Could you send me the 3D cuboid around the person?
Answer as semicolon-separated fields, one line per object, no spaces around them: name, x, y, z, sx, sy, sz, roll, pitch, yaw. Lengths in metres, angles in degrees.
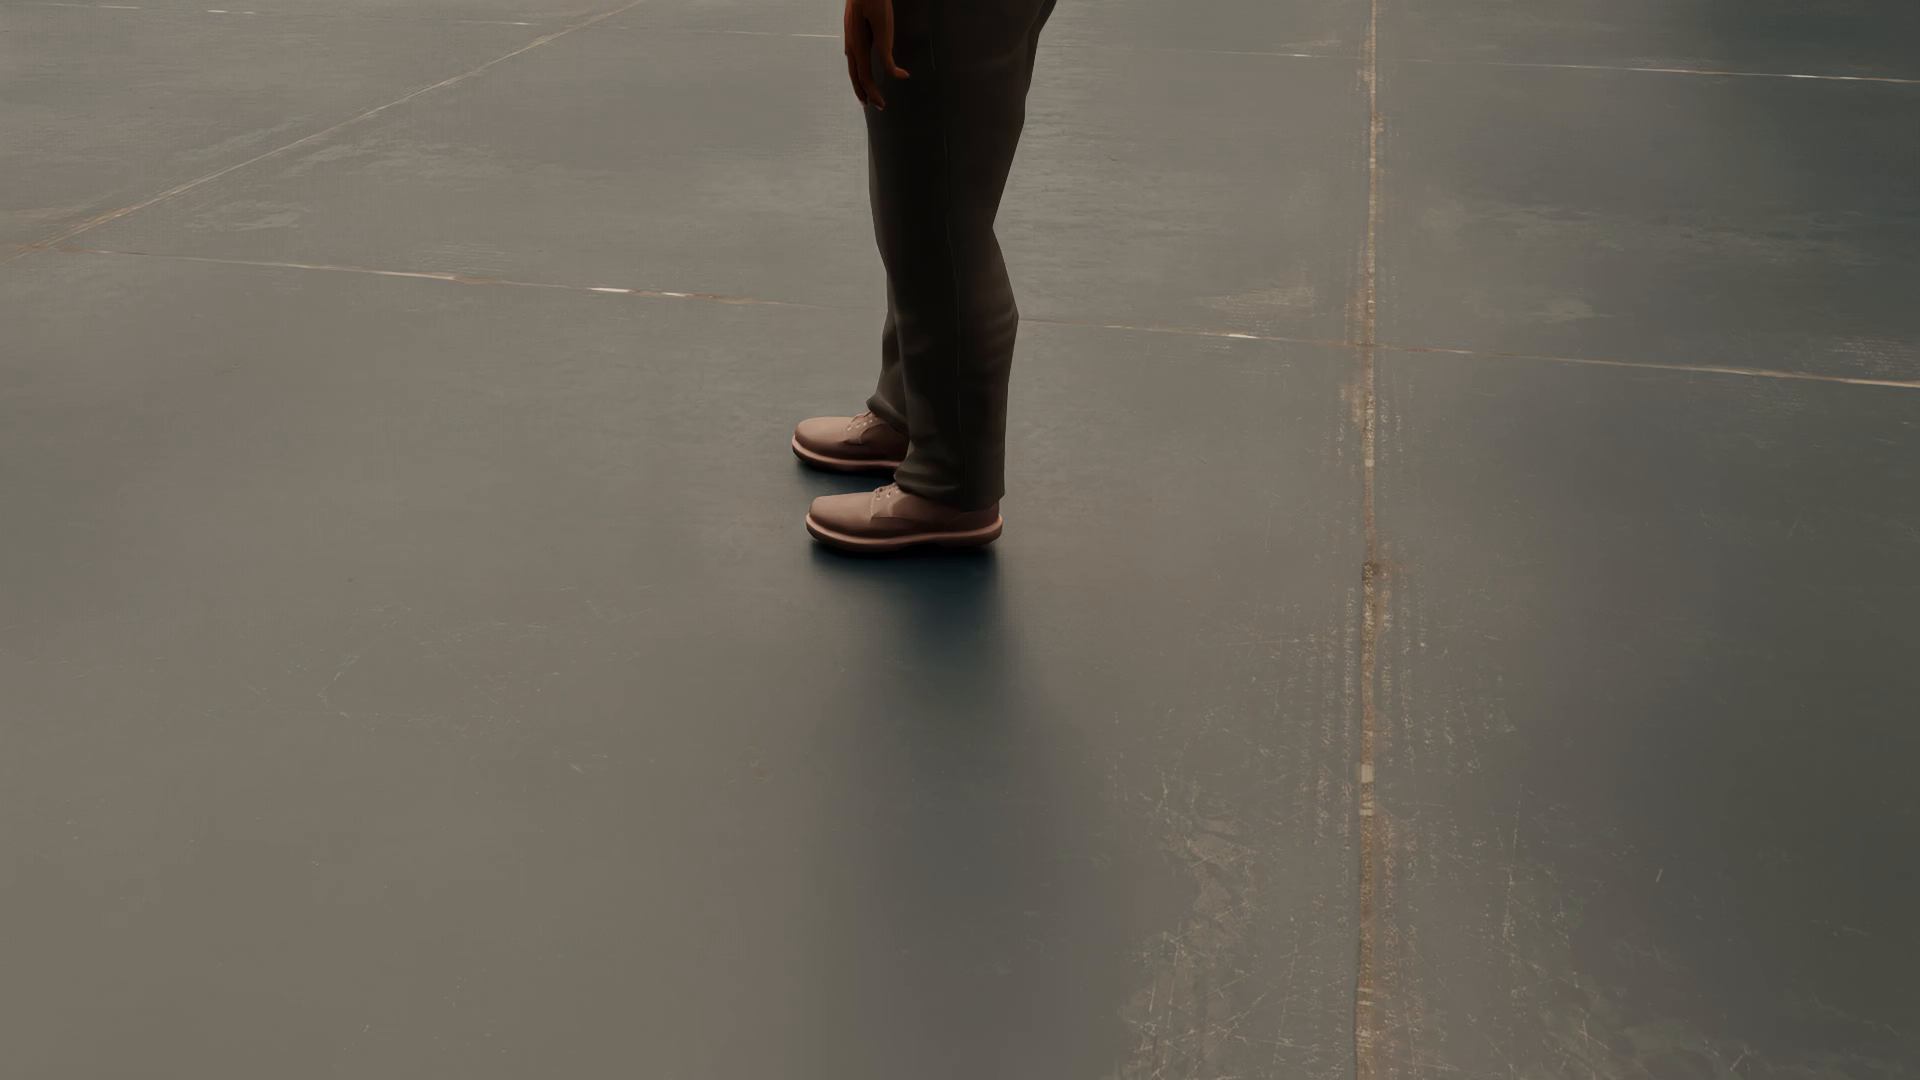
person;-0.081;-0.762;2.159;0.504;1.654;0.569;6;27;11
